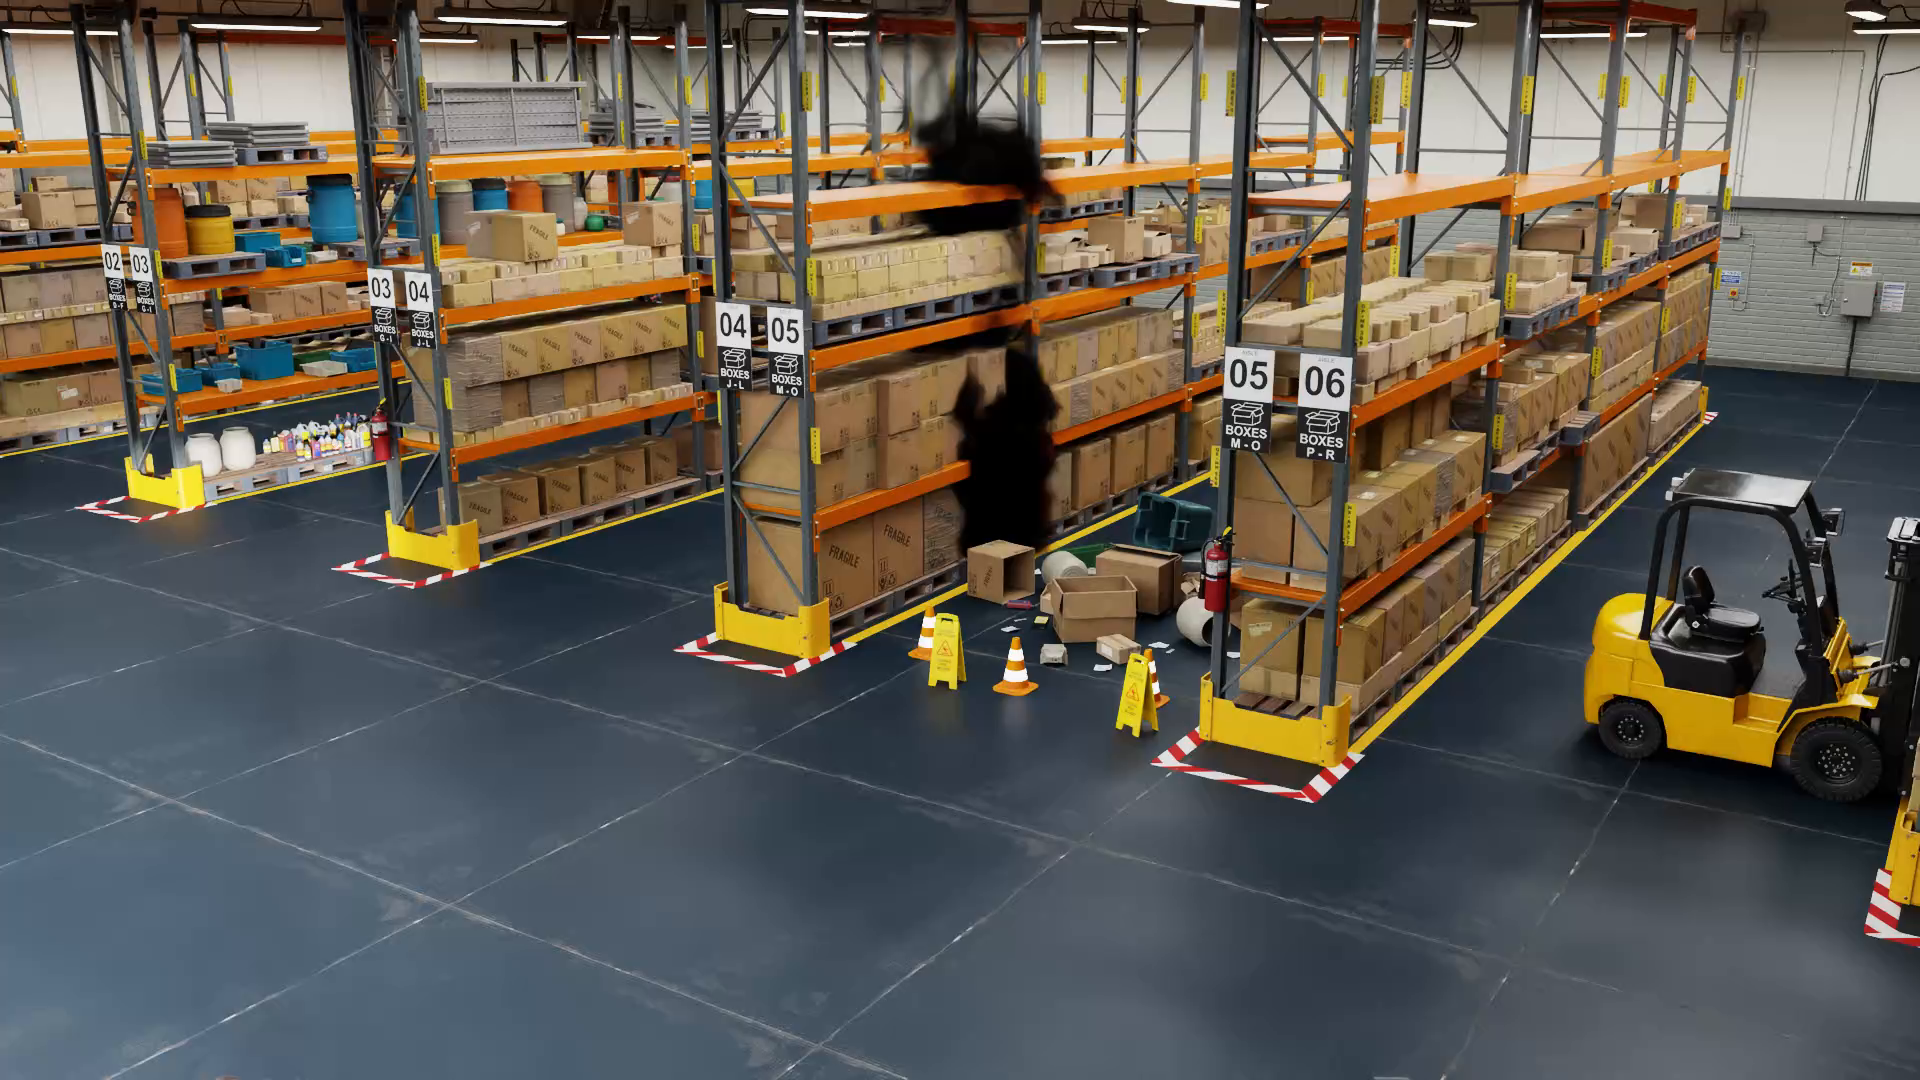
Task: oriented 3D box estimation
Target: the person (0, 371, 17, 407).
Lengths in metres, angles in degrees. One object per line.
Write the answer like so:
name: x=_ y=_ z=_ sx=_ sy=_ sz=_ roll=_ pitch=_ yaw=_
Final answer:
person: x=-14.587 y=-2.651 z=25.515 sx=0.714 sy=1.739 sz=0.846 roll=8 pitch=17 yaw=26
